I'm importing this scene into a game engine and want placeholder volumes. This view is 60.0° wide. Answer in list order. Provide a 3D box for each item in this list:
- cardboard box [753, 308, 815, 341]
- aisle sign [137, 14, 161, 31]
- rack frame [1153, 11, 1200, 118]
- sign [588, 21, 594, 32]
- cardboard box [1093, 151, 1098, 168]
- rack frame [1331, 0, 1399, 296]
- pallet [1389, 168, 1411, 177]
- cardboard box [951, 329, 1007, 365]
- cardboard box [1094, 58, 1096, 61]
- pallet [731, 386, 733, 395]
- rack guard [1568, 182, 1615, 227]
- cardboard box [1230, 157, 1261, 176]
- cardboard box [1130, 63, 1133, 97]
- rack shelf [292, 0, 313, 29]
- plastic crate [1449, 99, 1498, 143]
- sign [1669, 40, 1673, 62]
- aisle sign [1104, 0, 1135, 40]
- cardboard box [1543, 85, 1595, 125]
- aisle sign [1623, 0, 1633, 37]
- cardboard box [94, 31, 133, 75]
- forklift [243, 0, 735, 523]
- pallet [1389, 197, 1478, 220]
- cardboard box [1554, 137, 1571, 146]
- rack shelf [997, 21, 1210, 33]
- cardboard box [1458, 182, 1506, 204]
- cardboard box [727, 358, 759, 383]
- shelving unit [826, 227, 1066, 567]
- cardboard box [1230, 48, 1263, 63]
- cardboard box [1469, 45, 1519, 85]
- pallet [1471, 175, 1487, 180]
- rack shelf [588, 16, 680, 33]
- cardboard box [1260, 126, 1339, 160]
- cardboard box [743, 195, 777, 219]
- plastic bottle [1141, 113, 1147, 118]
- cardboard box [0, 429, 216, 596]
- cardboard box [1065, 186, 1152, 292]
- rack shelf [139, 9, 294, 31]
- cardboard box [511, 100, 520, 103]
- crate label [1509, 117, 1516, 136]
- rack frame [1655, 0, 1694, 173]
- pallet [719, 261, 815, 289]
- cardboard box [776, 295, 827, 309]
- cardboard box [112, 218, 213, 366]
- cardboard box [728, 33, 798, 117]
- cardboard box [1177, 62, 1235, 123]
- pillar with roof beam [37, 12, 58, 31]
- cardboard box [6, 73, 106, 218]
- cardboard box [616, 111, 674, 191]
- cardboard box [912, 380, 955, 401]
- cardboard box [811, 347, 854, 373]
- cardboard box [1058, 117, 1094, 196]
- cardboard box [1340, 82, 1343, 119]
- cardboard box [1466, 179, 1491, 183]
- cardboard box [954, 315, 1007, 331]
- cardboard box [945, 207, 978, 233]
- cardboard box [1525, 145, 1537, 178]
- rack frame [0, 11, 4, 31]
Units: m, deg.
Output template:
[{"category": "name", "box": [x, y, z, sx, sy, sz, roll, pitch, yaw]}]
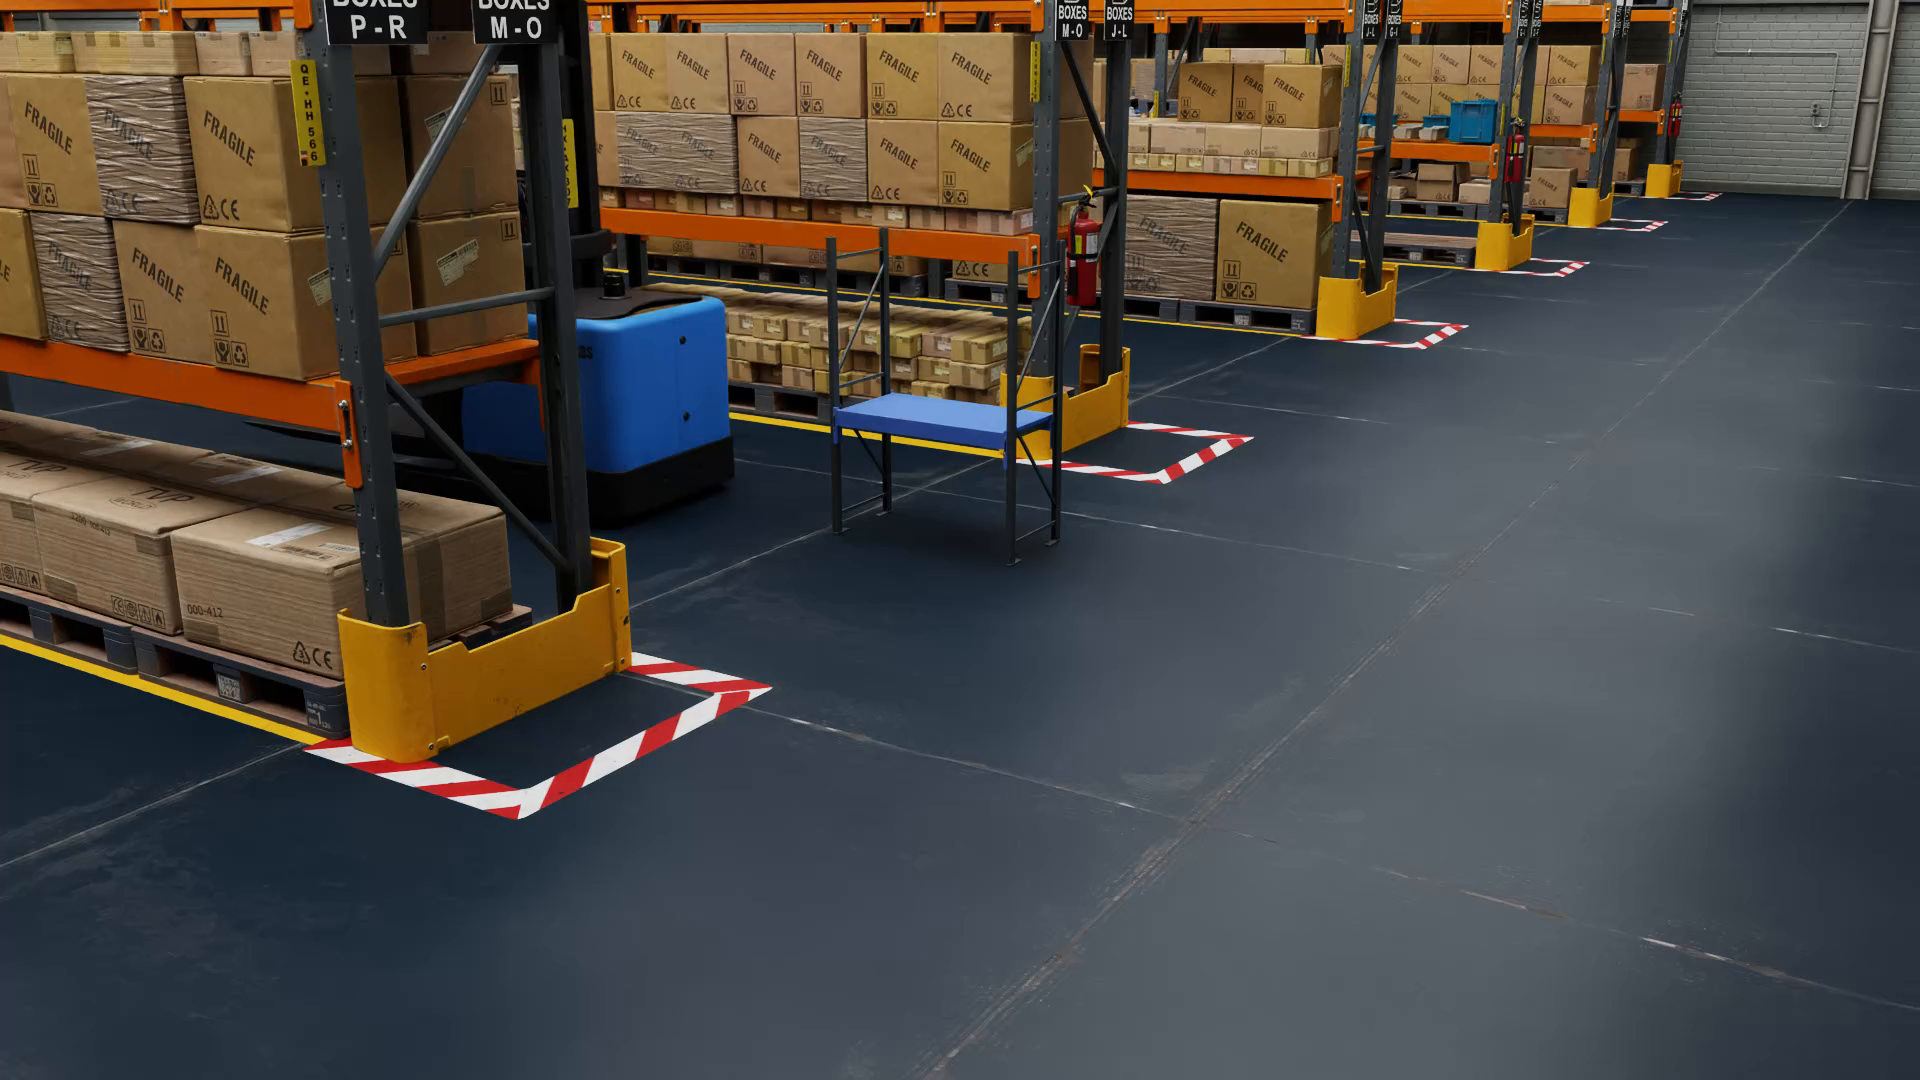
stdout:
[{"category": "cardboard box", "box": [-1.173, -1.444, 11.133, 0.250, 0.149, 0.380, 10, 20, 30]}, {"category": "aisle sign", "box": [-10.430, -6.888, 21.422, 0.004, 0.787, 0.394, 10, 20, 30]}, {"category": "rack frame", "box": [2.597, -5.110, 20.043, 0.127, 3.000, 1.000, 10, 20, 30]}, {"category": "sign", "box": [-8.548, -11.930, 38.505, 0.199, 0.298, 0.001, 10, 20, 30]}, {"category": "cardboard box", "box": [1.188, -3.439, 14.973, 0.250, 0.149, 0.380, 10, 20, 31]}, {"category": "rack frame", "box": [3.414, -3.275, 14.001, 0.127, 3.000, 1.000, 10, 20, 30]}, {"category": "pallet", "box": [7.085, -6.328, 28.850, 1.213, 0.211, 1.003, 10, 20, 30]}, {"category": "cardboard box", "box": [0.148, -1.201, 10.333, 0.250, 0.149, 0.380, 10, 20, 31]}, {"category": "cardboard box", "box": [2.431, -8.774, 31.175, 0.500, 0.500, 0.700, 13, 21, 38]}, {"category": "pallet", "box": [-2.086, -1.243, 12.109, 1.213, 0.211, 1.003, 10, 20, 30]}, {"category": "rack guard", "box": [8.536, -4.543, 22.478, 0.348, 0.500, 1.175, 10, 20, 30]}, {"category": "cardboard box", "box": [2.501, -3.205, 14.204, 0.250, 0.149, 0.380, 10, 20, 30]}, {"category": "cardboard box", "box": [2.380, -7.125, 25.783, 0.500, 0.500, 0.700, 4, 17, 12]}, {"category": "rack shelf", "box": [-3.477, -2.216, 6.591, 4.000, 0.370, 1.077, 10, 20, 30]}, {"category": "plastic crate", "box": [5.623, -4.552, 18.041, 0.499, 0.435, 0.616, 10, 20, 30]}, {"category": "sign", "box": [10.895, -7.490, 25.479, 0.005, 0.325, 0.100, 10, 20, 30]}, {"category": "aisle sign", "box": [0.951, -3.369, 9.838, 0.004, 0.787, 0.394, 10, 20, 30]}, {"category": "cardboard box", "box": [8.077, -5.776, 22.064, 0.500, 0.500, 0.500, 11, 20, 32]}, {"category": "aisle sign", "box": [8.813, -7.034, 21.904, 0.004, 0.787, 0.394, 10, 20, 30]}, {"category": "cardboard box", "box": [-2.869, -1.762, 6.011, 0.250, 0.149, 0.380, 11, 20, 31]}, {"category": "forklift", "box": [-2.804, -1.776, 9.186, 3.031, 2.935, 1.130, 9, 19, 27]}, {"category": "pallet", "box": [6.821, -4.712, 23.530, 1.213, 0.211, 1.003, 10, 20, 30]}, {"category": "cardboard box", "box": [9.891, -6.536, 27.200, 0.250, 0.149, 0.380, 10, 20, 31]}, {"category": "rack shelf", "box": [2.669, -9.567, 30.793, 4.000, 0.370, 1.077, 10, 20, 30]}, {"category": "cardboard box", "box": [7.215, -4.796, 22.984, 0.500, 0.250, 0.500, 10, 20, 30]}, {"category": "cardboard box", "box": [-1.408, -1.185, 11.303, 0.250, 0.149, 0.380, 10, 19, 29]}, {"category": "shelving unit", "box": [-0.073, -0.731, 8.206, 1.048, 1.500, 0.538, 10, 20, 30]}, {"category": "cardboard box", "box": [5.084, -8.516, 29.248, 0.500, 0.250, 0.500, 10, 19, 29]}, {"category": "cardboard box", "box": [7.203, -6.408, 22.423, 0.500, 0.500, 0.500, 11, 20, 32]}, {"category": "pallet", "box": [8.389, -6.094, 28.081, 1.213, 0.211, 1.003, 10, 20, 30]}, {"category": "rack shelf", "box": [-5.924, -7.722, 24.719, 4.000, 0.370, 1.077, 10, 20, 30]}, {"category": "cardboard box", "box": [2.862, -3.353, 14.006, 0.500, 0.250, 0.500, 10, 19, 29]}, {"category": "cardboard box", "box": [-1.206, -2.208, 10.923, 0.250, 0.149, 0.380, 11, 20, 32]}, {"category": "plastic bottle", "box": [2.286, -5.210, 20.713, 0.097, 0.201, 0.097, 0, 17, 0]}, {"category": "cardboard box", "box": [-3.939, -0.146, 7.386, 0.875, 0.438, 0.875, 9, 19, 28]}, {"category": "cardboard box", "box": [1.293, -2.810, 15.406, 0.875, 0.875, 0.875, 10, 20, 30]}, {"category": "rack shelf", "box": [-8.516, -6.495, 20.680, 4.000, 0.370, 1.077, 10, 20, 30]}, {"category": "cardboard box", "box": [-3.230, -3.290, 12.737, 0.250, 0.149, 0.380, 10, 20, 31]}, {"category": "crate label", "box": [5.968, -4.569, 18.447, 0.303, 0.233, 0.416, 10, 20, 30]}, {"category": "rack frame", "box": [11.190, -6.955, 26.117, 0.127, 3.000, 1.000, 10, 20, 30]}, {"category": "pallet", "box": [-1.736, -2.833, 17.345, 1.213, 0.211, 1.003, 10, 20, 30]}, {"category": "cardboard box", "box": [-1.088, -1.622, 11.719, 0.250, 0.149, 0.380, 9, 19, 28]}, {"category": "cardboard box", "box": [-2.742, -0.956, 6.196, 0.500, 0.500, 0.500, 10, 19, 29]}, {"category": "cardboard box", "box": [-1.120, -2.972, 10.600, 0.500, 0.500, 0.500, 9, 19, 28]}, {"category": "cardboard box", "box": [2.275, -3.997, 14.836, 0.500, 0.500, 0.500, 10, 19, 29]}, {"category": "pillar with roof beam", "box": [-29.211, -15.864, 45.124, 0.400, 9.000, 9.100, 10, 20, 30]}, {"category": "cardboard box", "box": [-3.189, -1.509, 6.297, 0.500, 0.500, 0.500, 10, 20, 30]}, {"category": "cardboard box", "box": [-1.961, -2.649, 11.258, 0.500, 0.500, 0.500, 10, 20, 30]}, {"category": "cardboard box", "box": [-0.098, -0.941, 10.501, 0.250, 0.149, 0.380, 11, 20, 32]}, {"category": "cardboard box", "box": [-0.759, -1.205, 10.857, 0.250, 0.149, 0.380, 10, 20, 31]}, {"category": "cardboard box", "box": [0.494, -2.389, 10.400, 0.500, 0.500, 0.500, 11, 20, 33]}, {"category": "cardboard box", "box": [5.484, -6.239, 23.588, 0.500, 0.500, 0.500, 11, 20, 31]}, {"category": "cardboard box", "box": [7.434, -4.928, 23.416, 0.500, 0.250, 0.500, 10, 20, 30]}, {"category": "cardboard box", "box": [0.165, -1.359, 10.854, 0.250, 0.149, 0.380, 11, 20, 31]}, {"category": "cardboard box", "box": [0.114, -1.968, 10.132, 0.250, 0.149, 0.380, 10, 20, 30]}, {"category": "cardboard box", "box": [9.228, -6.273, 27.451, 0.500, 0.500, 0.700, 11, 20, 31]}, {"category": "rack frame", "box": [-9.494, -3.887, 16.017, 0.127, 3.000, 1.000, 10, 20, 30]}]
